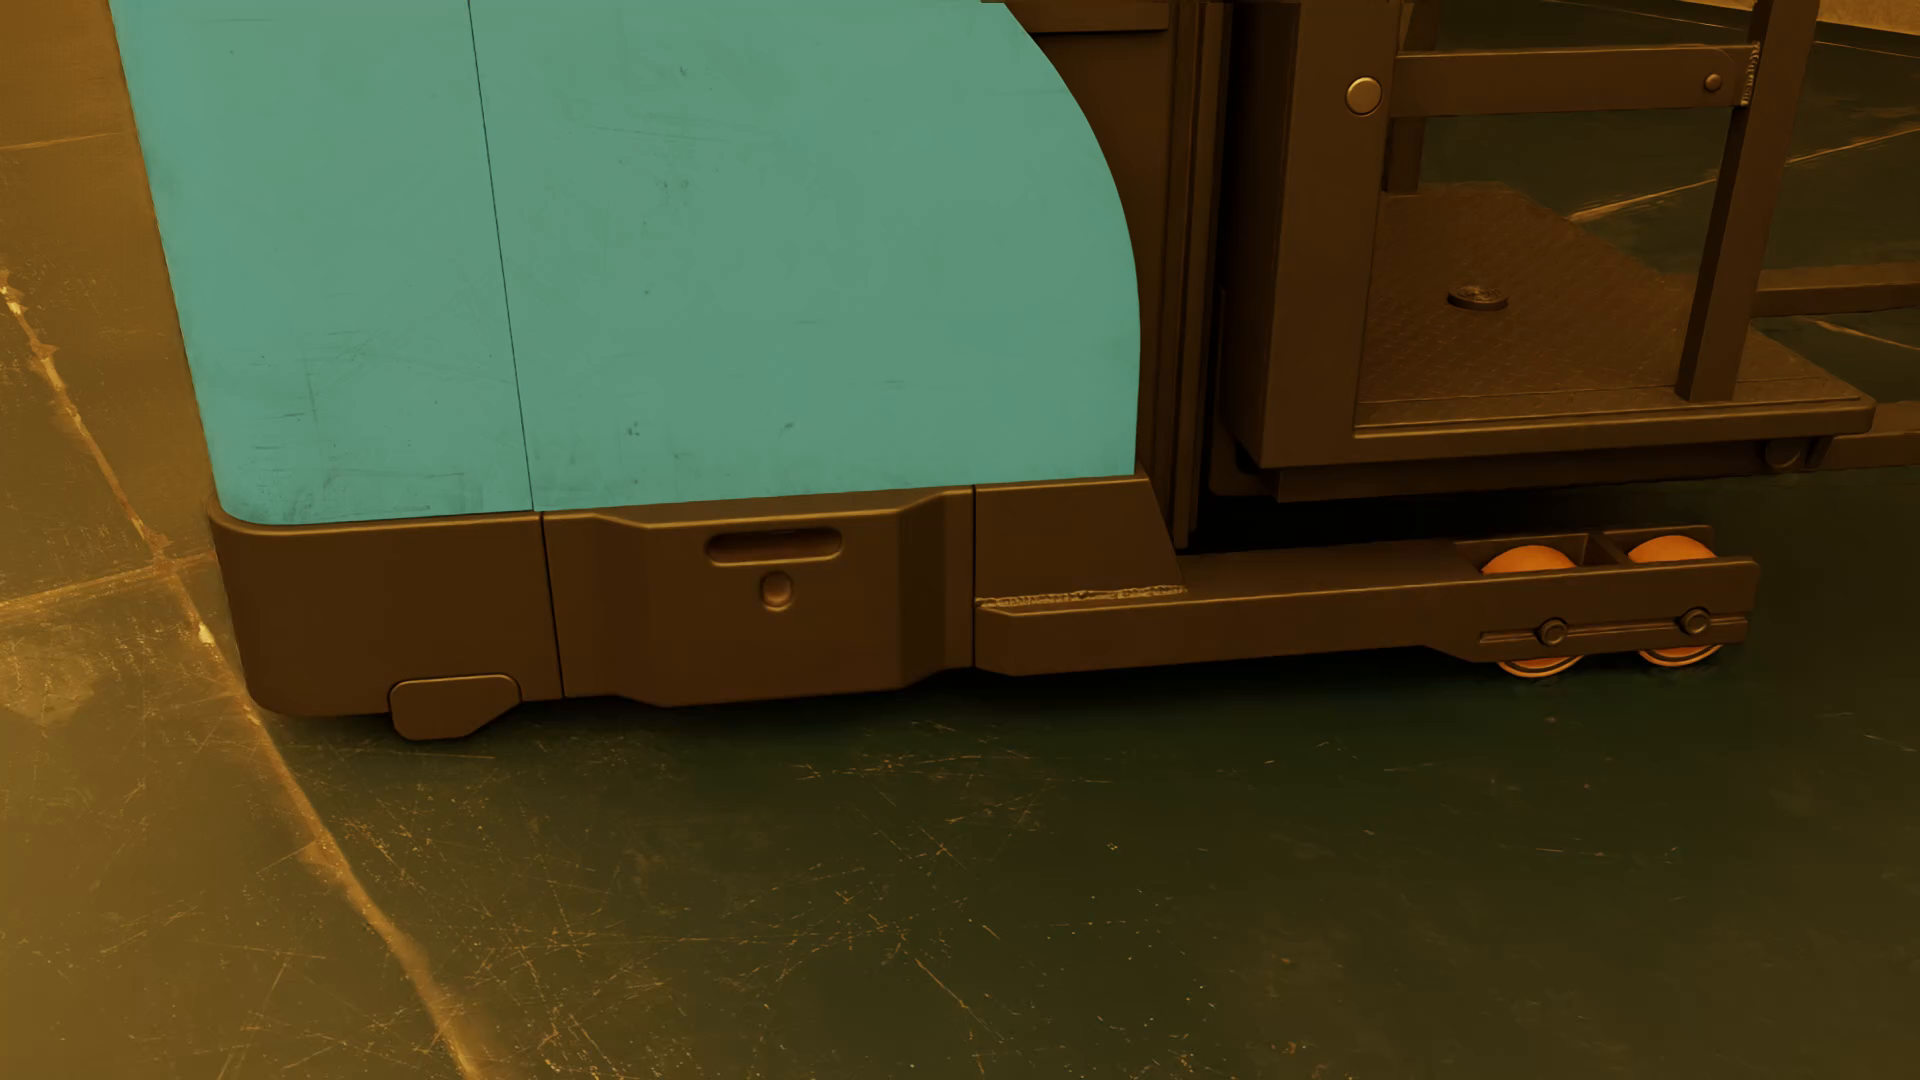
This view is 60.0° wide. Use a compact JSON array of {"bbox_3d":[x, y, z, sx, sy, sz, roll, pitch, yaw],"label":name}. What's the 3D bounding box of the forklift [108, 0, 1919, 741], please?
[{"bbox_3d":[0.579,-1.364,1.951,3.031,2.935,1.130,-4,27,-7],"label":"forklift"}]
